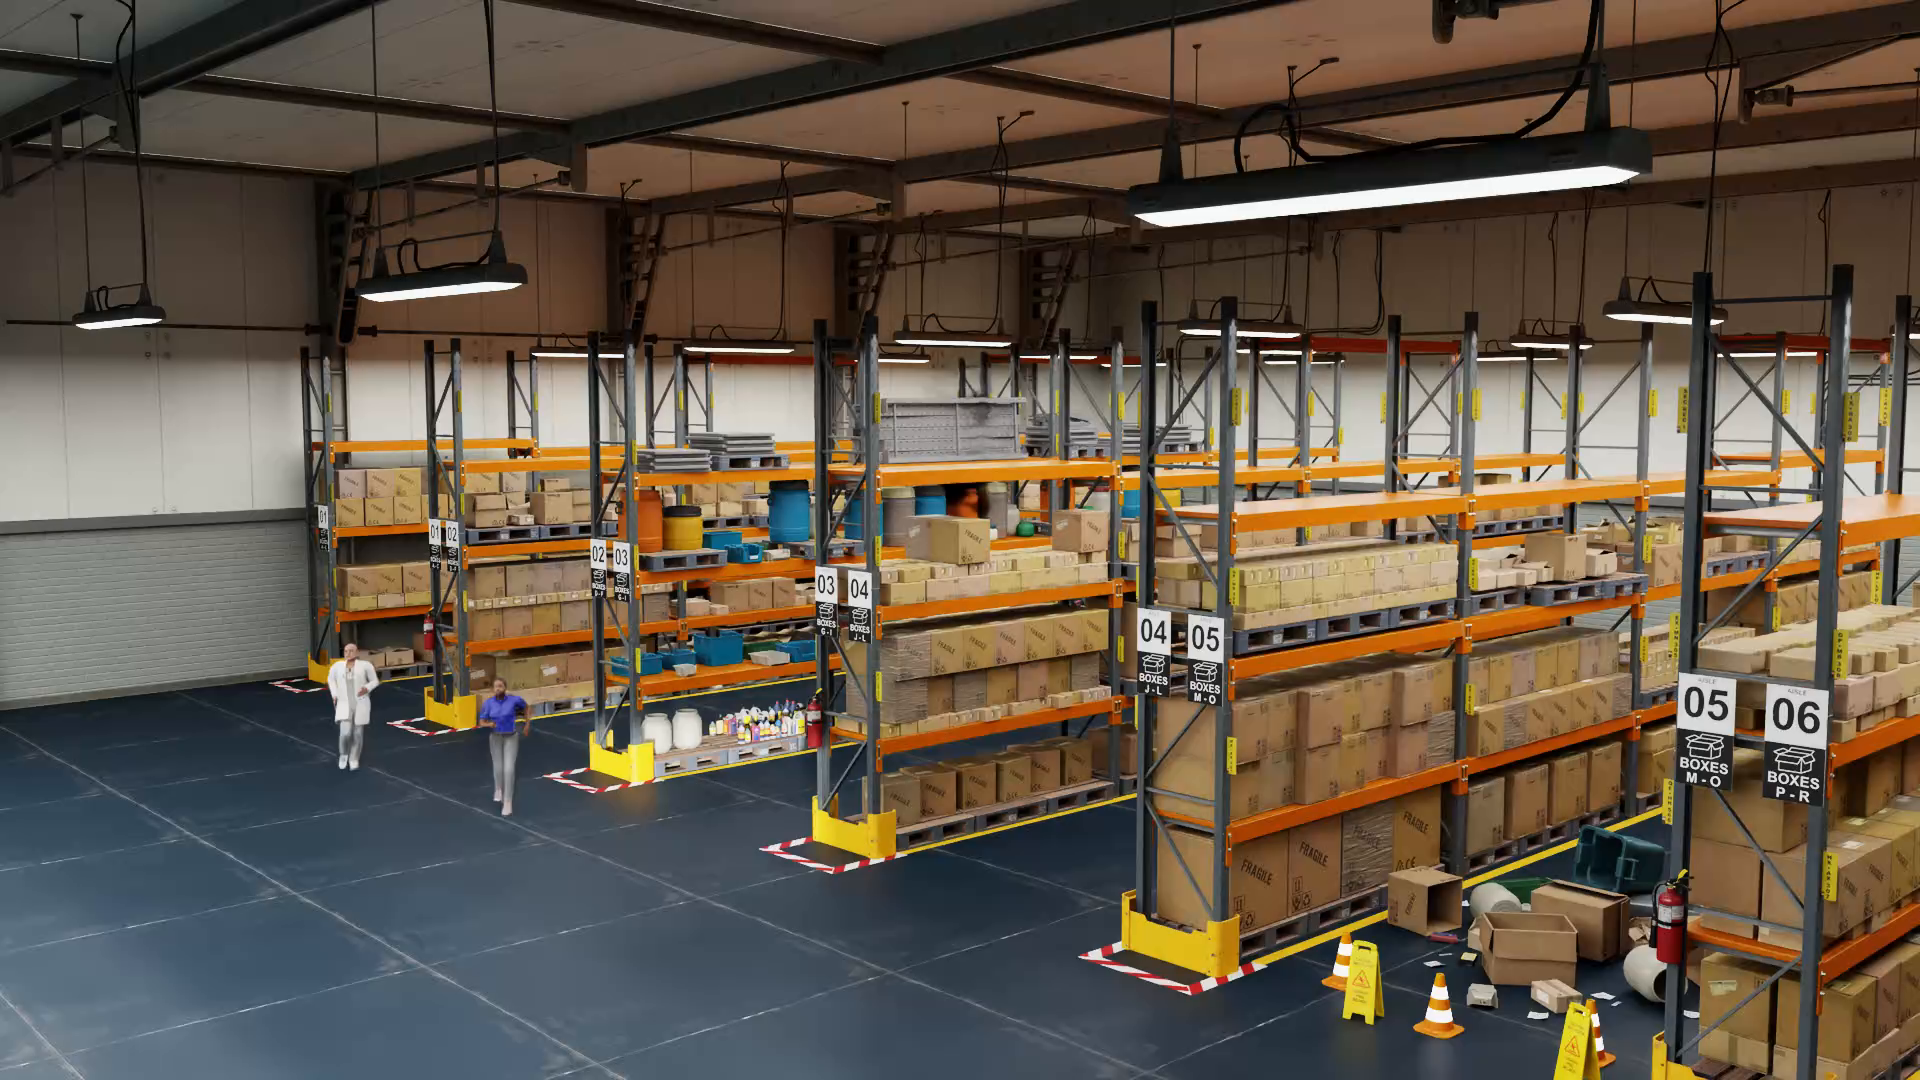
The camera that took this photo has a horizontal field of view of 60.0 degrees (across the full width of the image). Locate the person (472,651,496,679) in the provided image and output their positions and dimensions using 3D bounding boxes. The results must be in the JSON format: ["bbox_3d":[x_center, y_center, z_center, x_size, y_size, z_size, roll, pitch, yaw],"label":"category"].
[{"bbox_3d":[-8.149,1.834,28.263,0.587,1.674,0.647,3,6,29],"label":"person"}]

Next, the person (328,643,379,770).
[{"bbox_3d":[-8.299,2.288,22.732,0.684,1.750,0.670,-1,5,-15],"label":"person"}]

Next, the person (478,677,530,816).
[{"bbox_3d":[-5.651,2.533,20.664,0.586,1.705,0.891,-1,5,-6],"label":"person"}]
